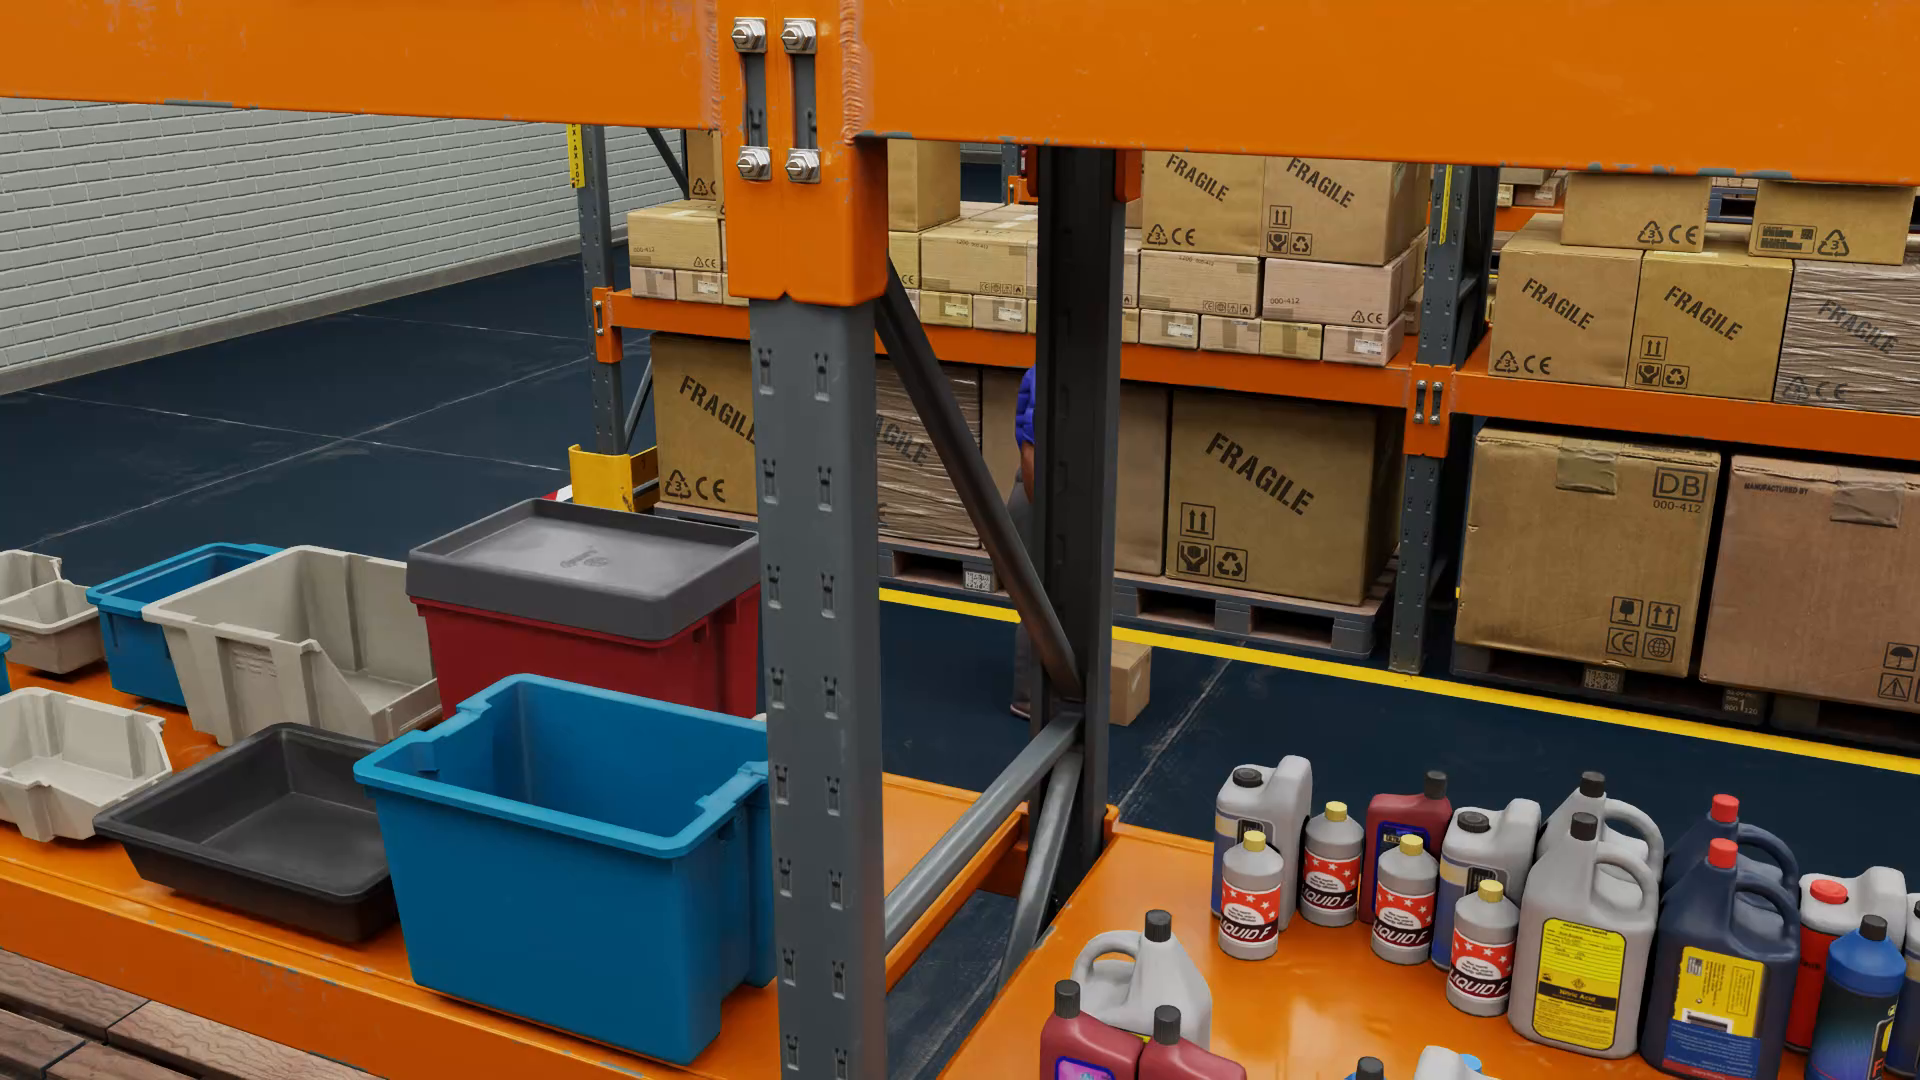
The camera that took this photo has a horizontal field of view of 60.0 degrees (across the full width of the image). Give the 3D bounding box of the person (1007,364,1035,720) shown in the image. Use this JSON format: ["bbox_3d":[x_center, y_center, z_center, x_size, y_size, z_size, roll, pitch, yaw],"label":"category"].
[{"bbox_3d":[0.370,-0.128,6.444,0.348,1.653,0.523,7,20,20],"label":"person"}]
